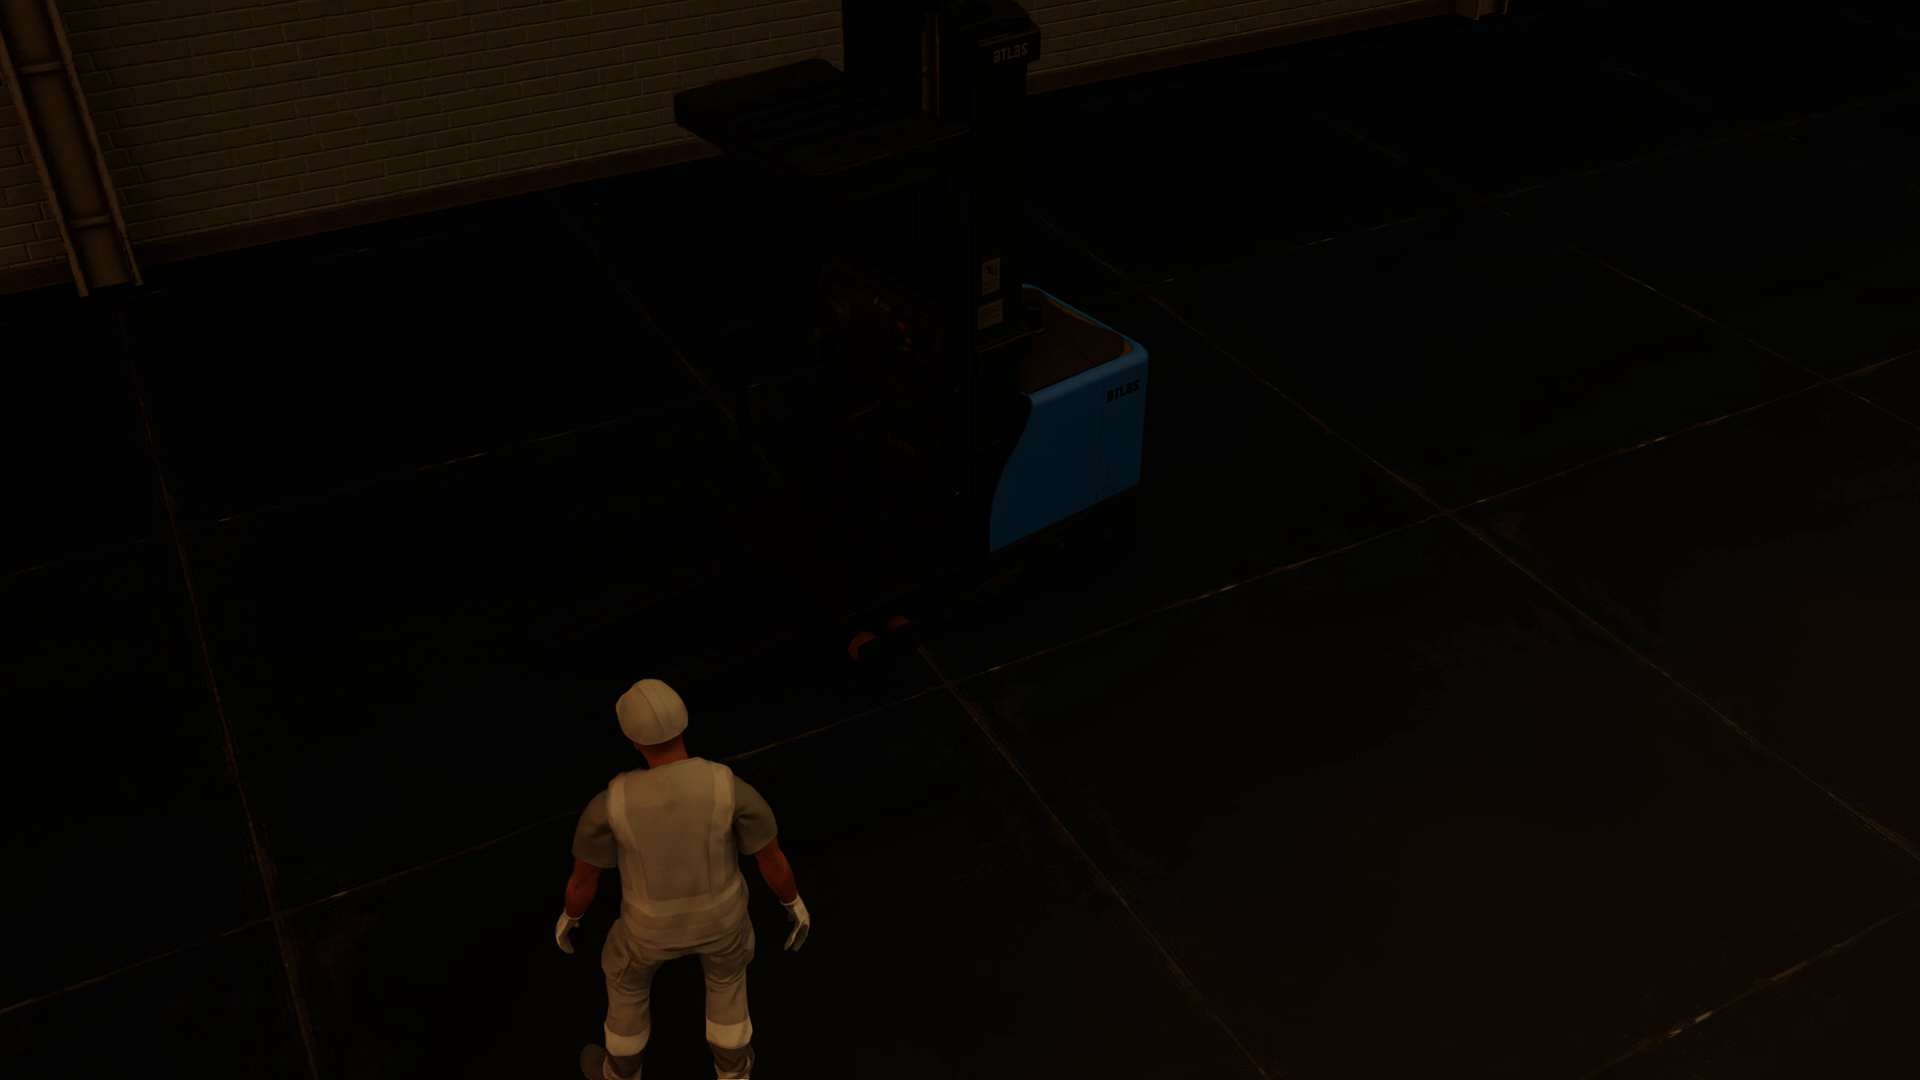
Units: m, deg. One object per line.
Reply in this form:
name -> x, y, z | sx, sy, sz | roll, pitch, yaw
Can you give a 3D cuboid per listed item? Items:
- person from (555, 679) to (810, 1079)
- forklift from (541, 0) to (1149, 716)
person -> -0.929, 1.188, 5.464 | 0.839, 1.752, 0.428 | -7, 36, -10
forklift -> -0.529, -0.948, 7.464 | 3.031, 2.935, 1.130 | -24, 42, -30
